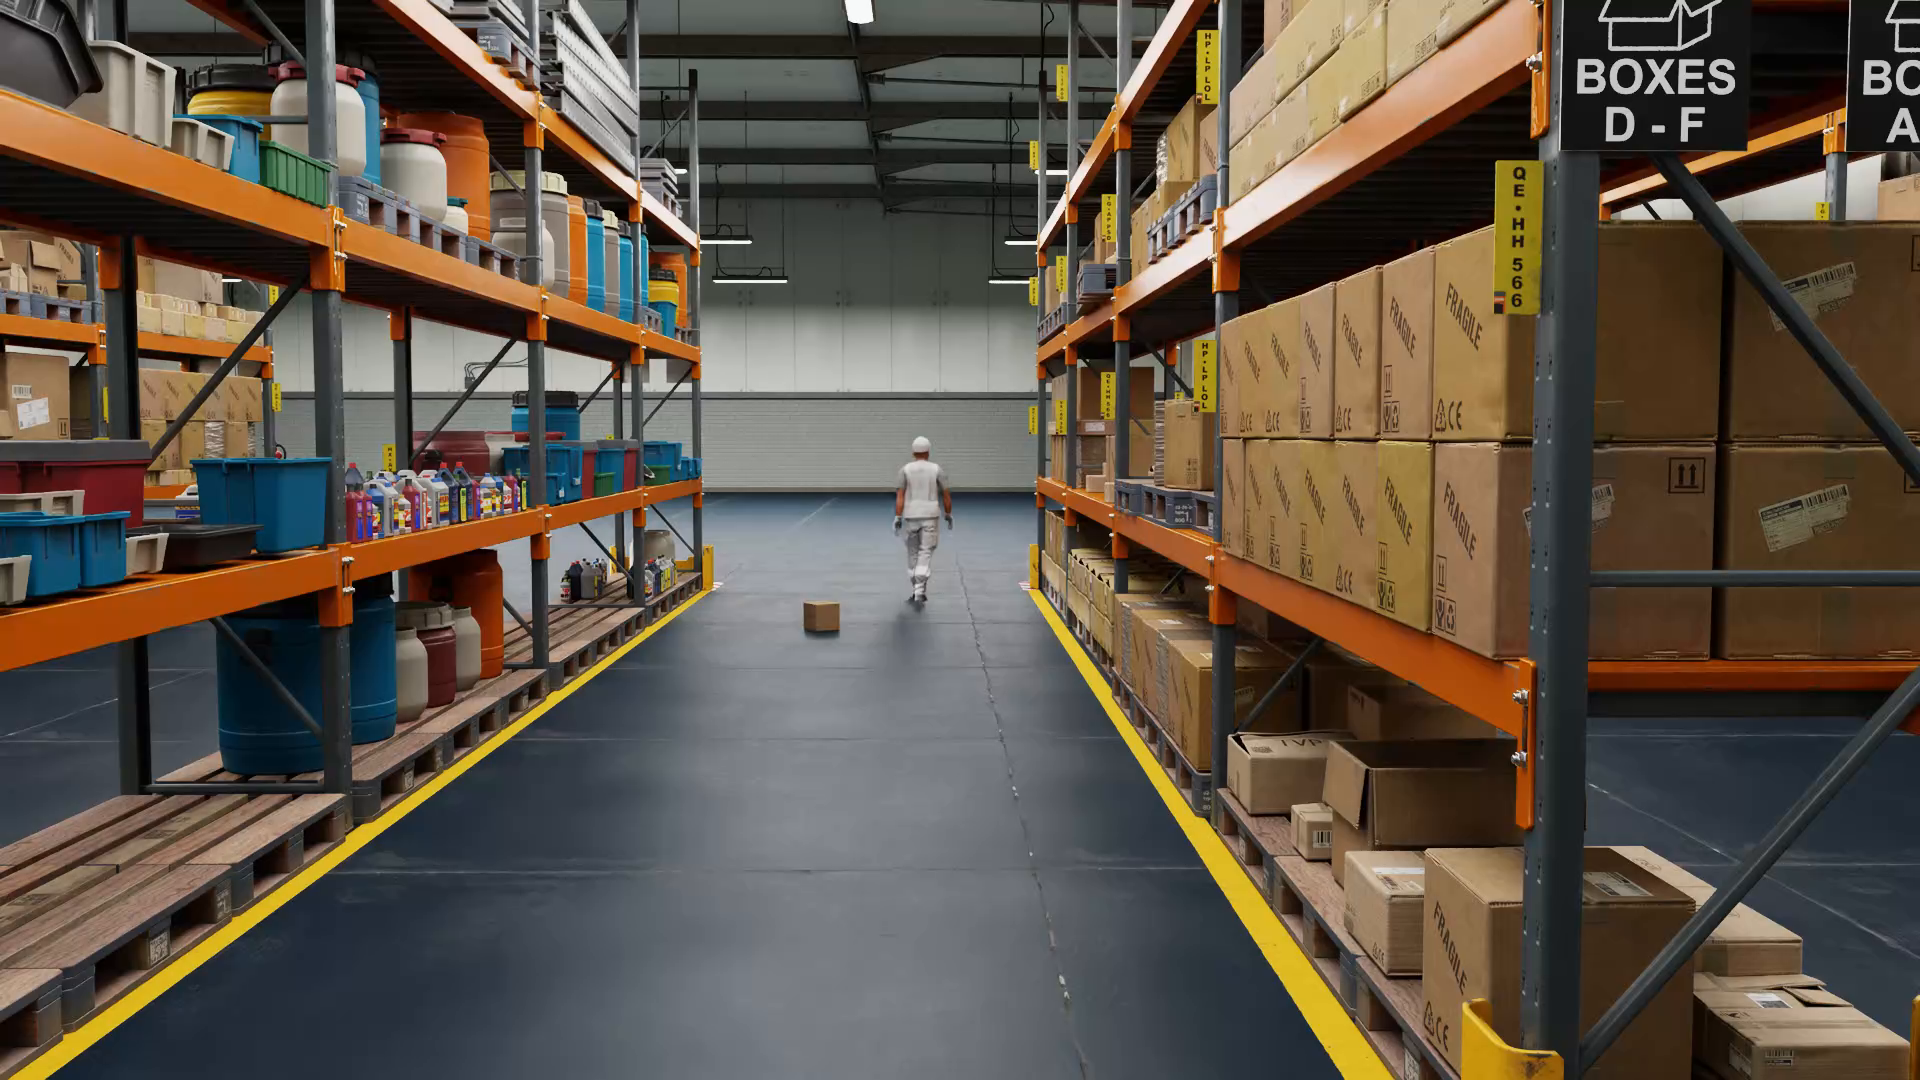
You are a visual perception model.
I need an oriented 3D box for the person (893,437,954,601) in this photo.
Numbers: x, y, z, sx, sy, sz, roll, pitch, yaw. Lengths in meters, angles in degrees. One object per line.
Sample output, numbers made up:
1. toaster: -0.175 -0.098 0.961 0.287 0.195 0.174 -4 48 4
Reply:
1. person: -0.382 -0.238 17.889 0.610 1.748 0.943 1 4 8
